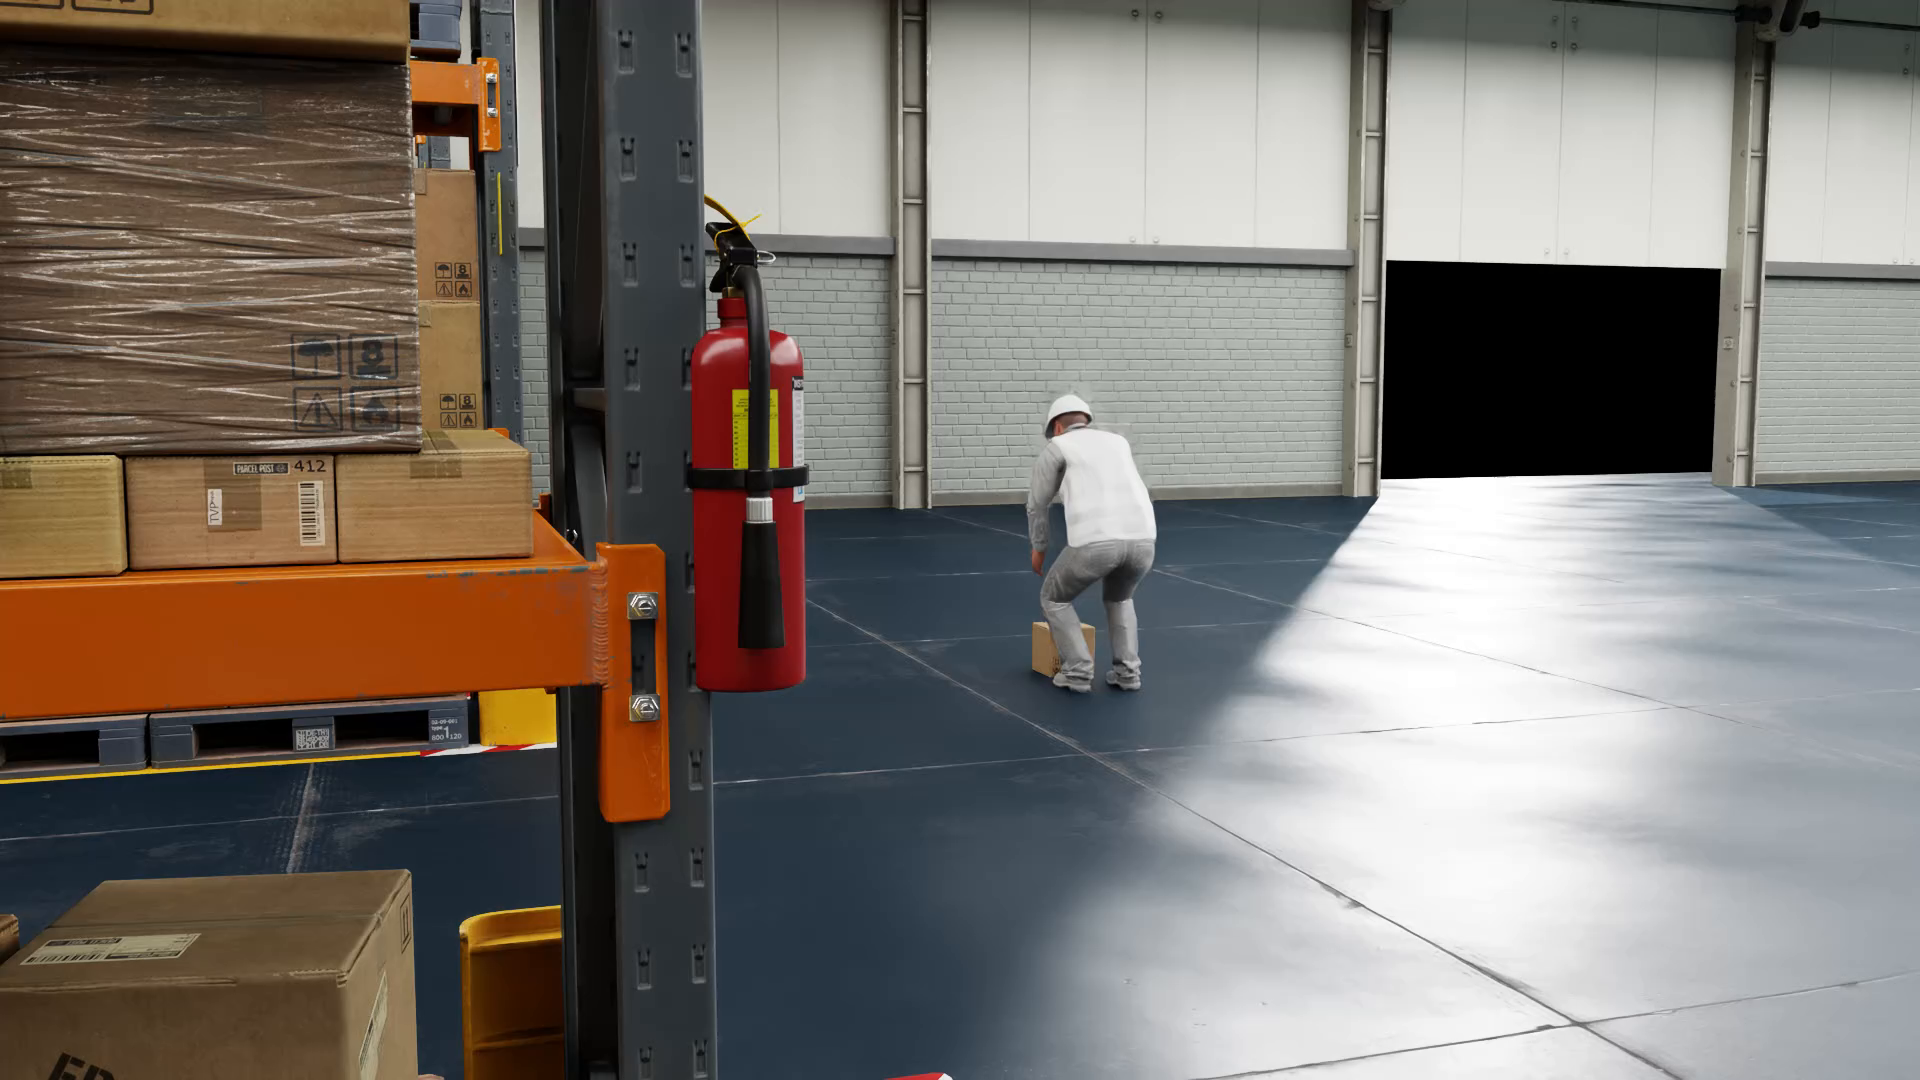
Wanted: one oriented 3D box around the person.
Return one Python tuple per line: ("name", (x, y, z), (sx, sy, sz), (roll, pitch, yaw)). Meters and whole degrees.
("person", (0.620, 0.124, 8.286), (0.574, 1.211, 0.851), (-2, 6, -19))
